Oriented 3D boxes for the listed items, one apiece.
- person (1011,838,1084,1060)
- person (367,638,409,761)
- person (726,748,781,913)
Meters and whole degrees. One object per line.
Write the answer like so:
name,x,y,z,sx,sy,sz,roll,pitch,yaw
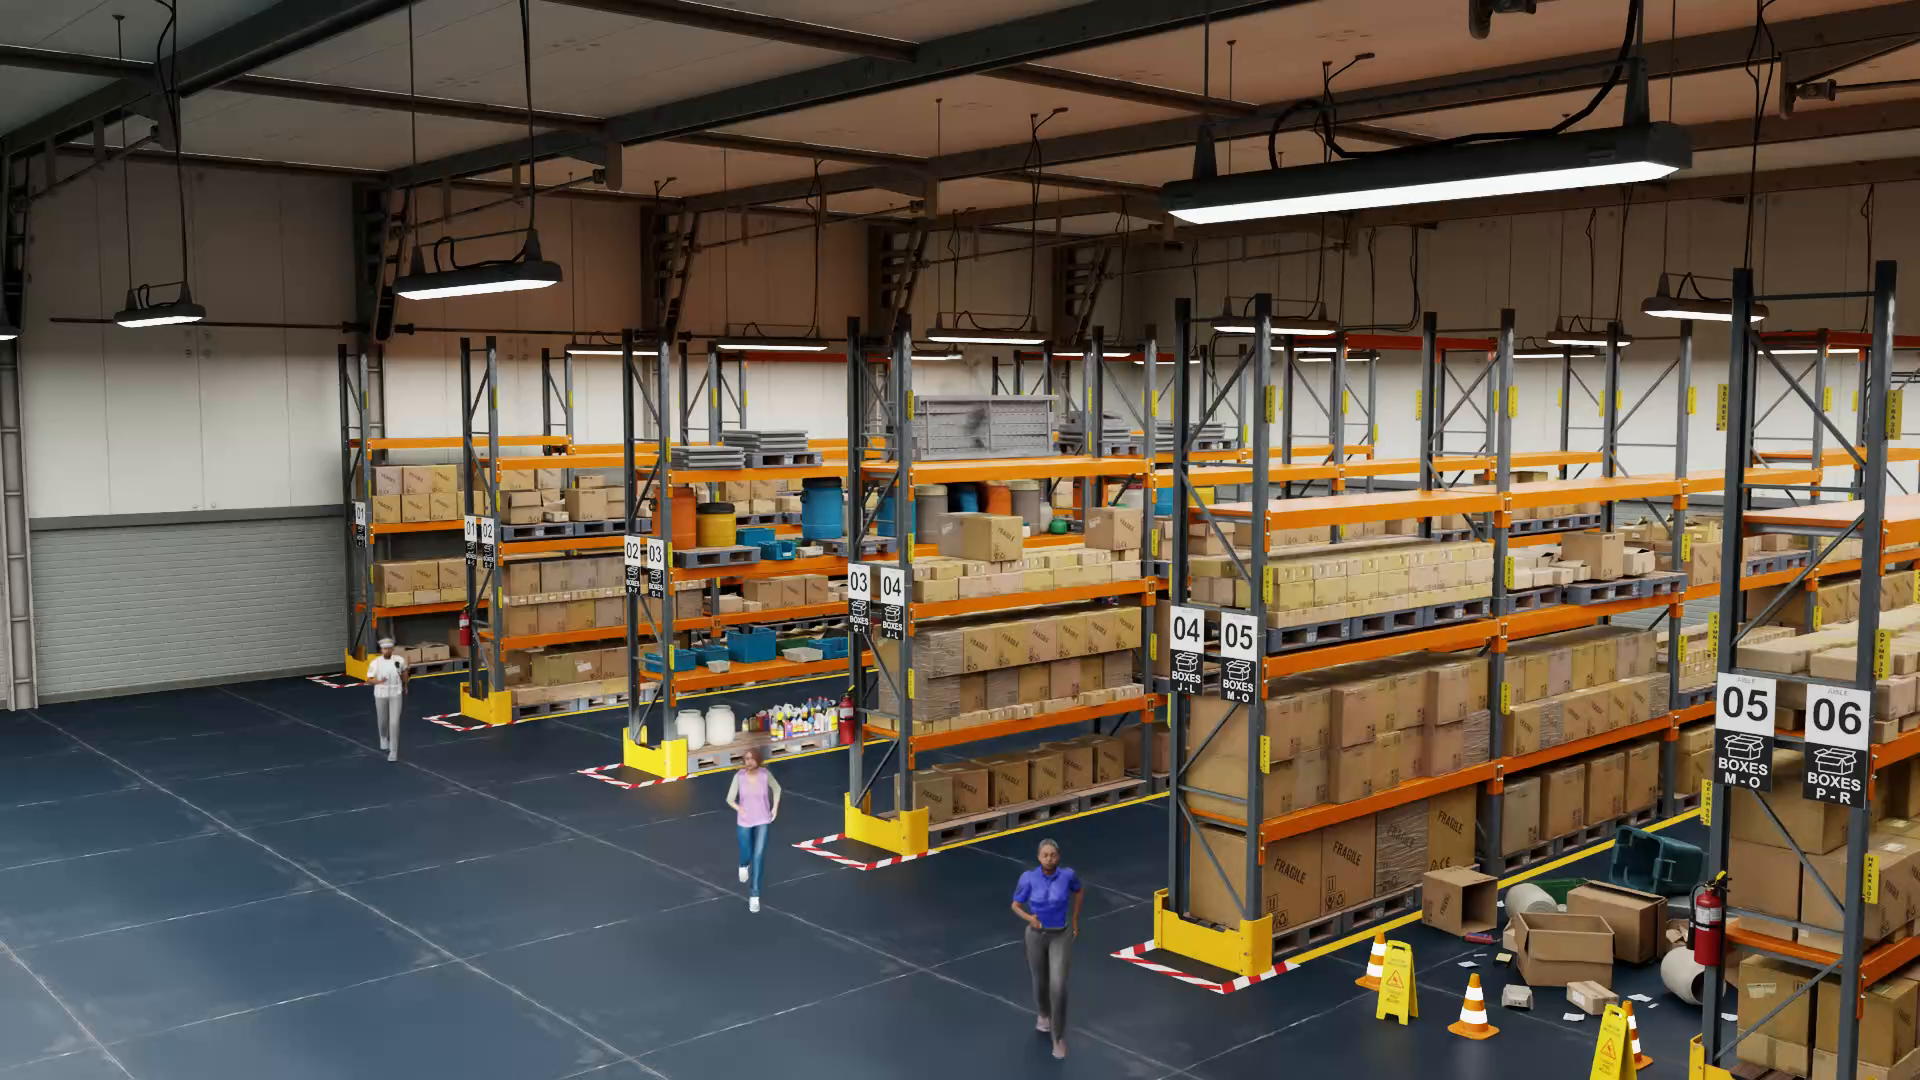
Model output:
person,0.687,3.188,13.095,0.565,1.716,0.752,0,5,5
person,-8.050,2.199,23.420,0.573,1.684,0.938,-2,5,-21
person,-2.083,2.874,16.849,0.550,1.597,0.840,0,5,-5
